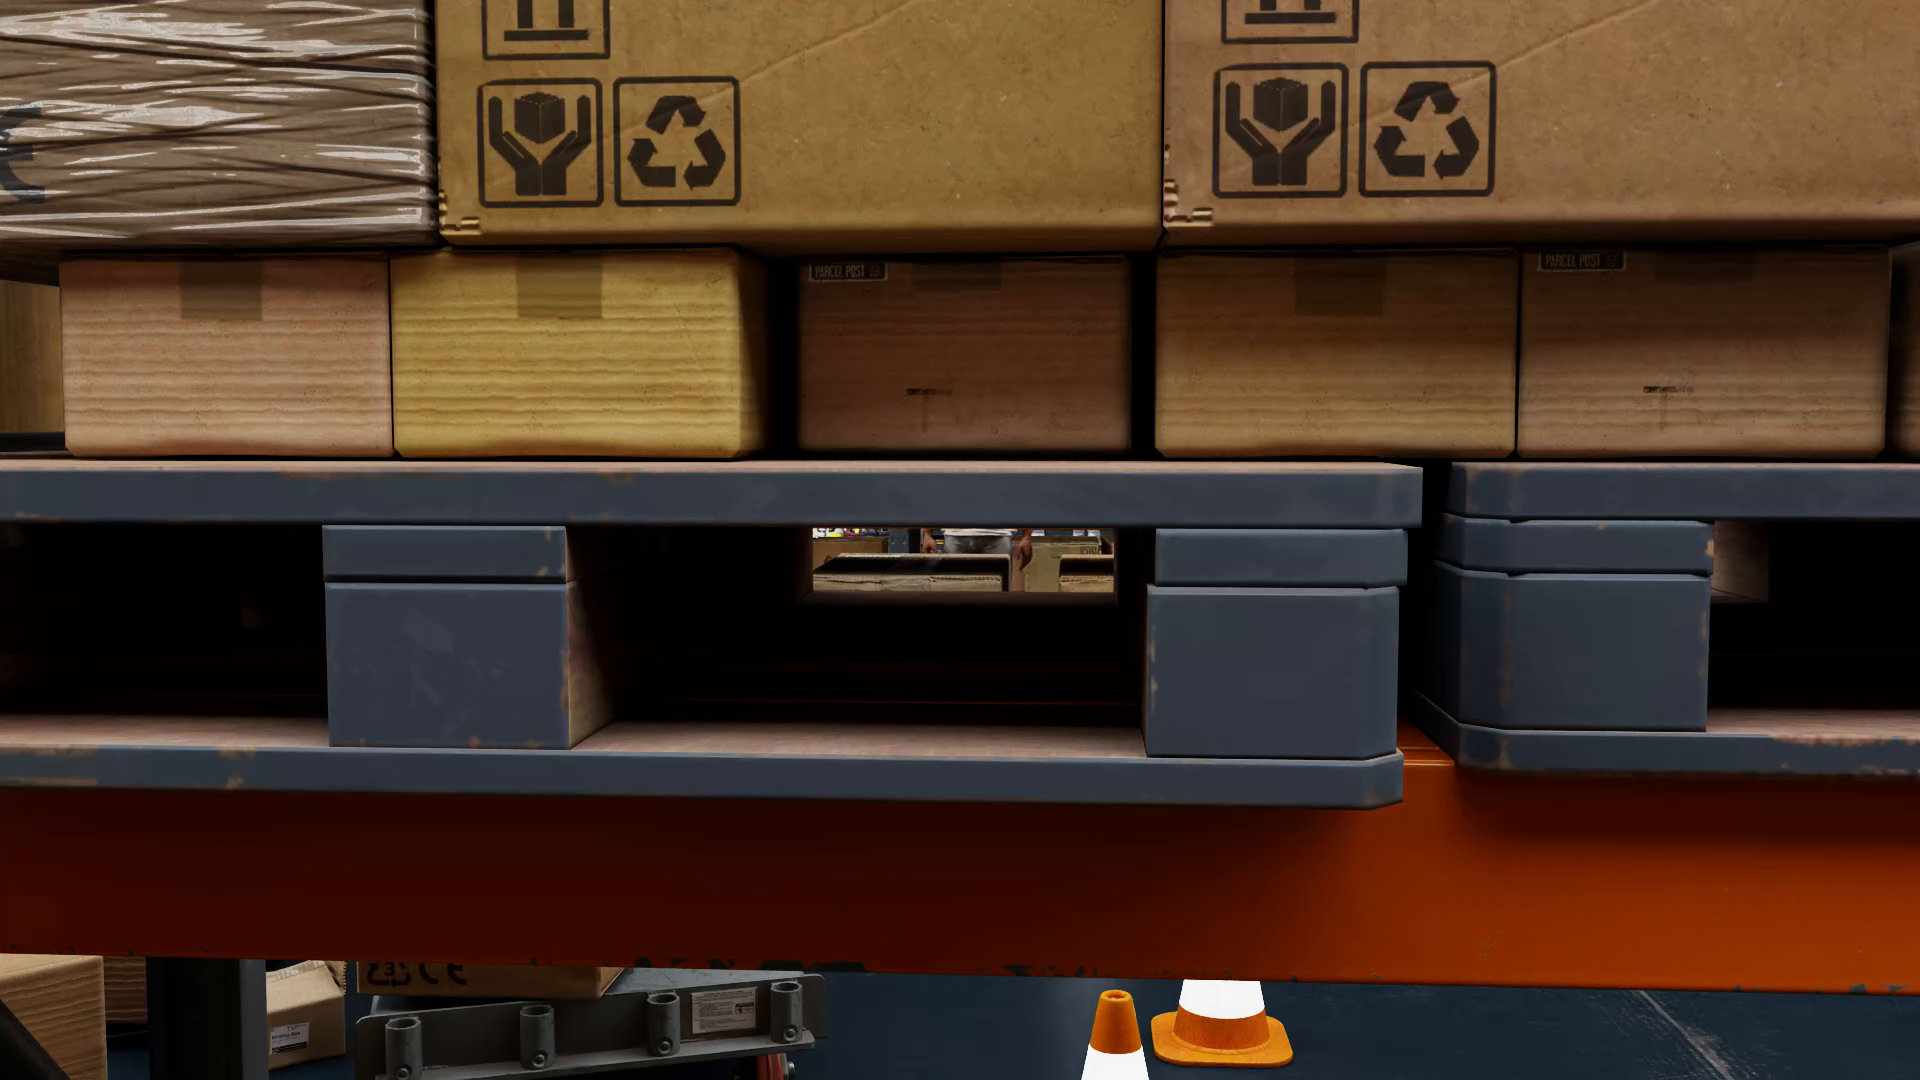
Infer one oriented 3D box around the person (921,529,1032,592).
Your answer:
[{"bbox_3d":[0.097,-0.006,9.323,0.628,1.761,0.456,0,4,4],"label":"person"}]
